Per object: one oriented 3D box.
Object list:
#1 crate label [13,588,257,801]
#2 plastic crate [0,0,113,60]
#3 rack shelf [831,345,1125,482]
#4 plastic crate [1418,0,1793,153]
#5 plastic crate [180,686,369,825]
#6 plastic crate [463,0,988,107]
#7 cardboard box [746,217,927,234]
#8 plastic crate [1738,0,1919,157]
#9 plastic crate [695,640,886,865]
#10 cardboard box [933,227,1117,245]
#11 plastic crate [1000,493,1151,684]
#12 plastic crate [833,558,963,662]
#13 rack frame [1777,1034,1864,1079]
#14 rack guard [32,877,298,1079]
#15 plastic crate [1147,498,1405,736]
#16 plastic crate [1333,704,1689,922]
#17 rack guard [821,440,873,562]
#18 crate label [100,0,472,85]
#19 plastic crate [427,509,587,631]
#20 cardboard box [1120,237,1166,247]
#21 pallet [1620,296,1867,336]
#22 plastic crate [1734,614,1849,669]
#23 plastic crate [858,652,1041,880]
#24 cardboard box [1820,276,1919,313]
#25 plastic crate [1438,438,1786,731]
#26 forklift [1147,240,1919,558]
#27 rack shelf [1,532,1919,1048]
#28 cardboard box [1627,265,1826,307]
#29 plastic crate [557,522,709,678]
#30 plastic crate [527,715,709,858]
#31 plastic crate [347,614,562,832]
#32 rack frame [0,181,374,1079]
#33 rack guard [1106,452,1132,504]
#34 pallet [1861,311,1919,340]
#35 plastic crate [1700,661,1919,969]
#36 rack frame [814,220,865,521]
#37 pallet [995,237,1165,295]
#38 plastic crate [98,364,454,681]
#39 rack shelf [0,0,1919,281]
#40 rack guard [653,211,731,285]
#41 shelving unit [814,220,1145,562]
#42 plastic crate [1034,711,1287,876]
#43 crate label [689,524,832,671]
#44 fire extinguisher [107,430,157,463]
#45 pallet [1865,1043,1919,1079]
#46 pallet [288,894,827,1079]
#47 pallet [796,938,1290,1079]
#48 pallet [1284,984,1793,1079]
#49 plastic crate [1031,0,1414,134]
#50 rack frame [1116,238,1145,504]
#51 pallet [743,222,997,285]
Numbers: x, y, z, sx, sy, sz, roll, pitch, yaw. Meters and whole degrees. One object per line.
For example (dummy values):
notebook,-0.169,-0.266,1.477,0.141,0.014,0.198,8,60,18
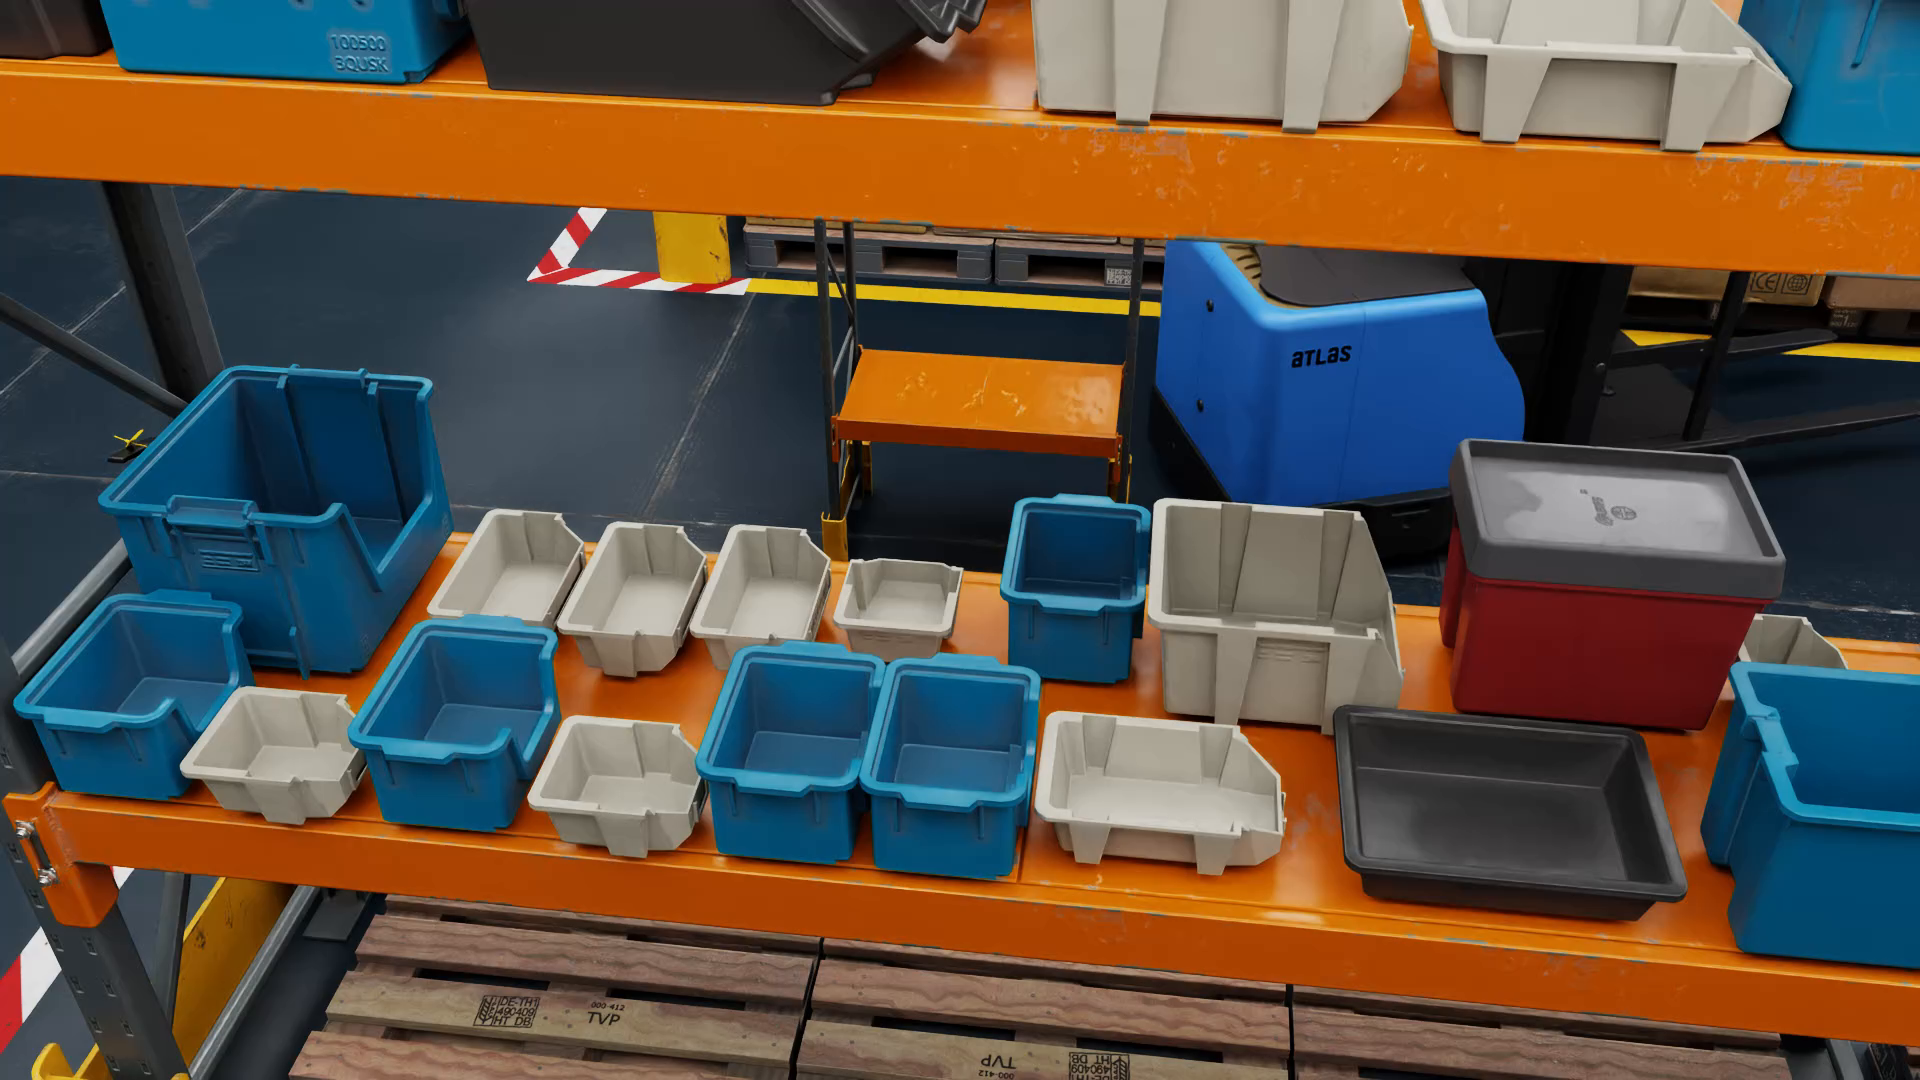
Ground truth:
crate label,-1.617,0.318,3.315,0.303,0.233,0.416,4,36,6
plastic crate,-1.473,-0.912,2.477,0.590,0.269,0.497,4,36,6
rack shelf,0.085,-0.458,5.910,1.000,0.185,0.538,4,36,6
plastic crate,0.838,-0.626,2.190,0.466,0.136,0.293,4,36,6
plastic crate,-1.309,0.429,3.243,0.298,0.136,0.250,4,36,6
plastic crate,-0.339,-0.858,2.341,0.767,0.338,0.504,4,36,6
cardboard box,-0.544,-2.092,8.067,0.875,0.875,0.875,4,36,6
plastic crate,1.204,-0.674,2.174,0.300,0.233,0.416,4,36,6
plastic crate,-0.311,0.415,3.178,0.300,0.233,0.416,4,36,6
cardboard box,0.359,-2.025,7.973,0.875,0.875,0.875,4,36,6
plastic crate,0.250,0.114,3.600,0.300,0.233,0.416,4,36,6
plastic crate,-0.127,0.153,3.629,0.250,0.136,0.298,4,36,6
rack frame,2.148,0.362,3.160,0.127,3.000,1.000,4,36,6
rack guard,-1.845,1.089,4.293,0.348,0.500,1.175,4,36,6
plastic crate,0.657,0.167,3.484,0.530,0.282,0.437,4,36,6
plastic crate,1.003,0.522,3.122,0.590,0.125,0.437,4,36,6
rack guard,-0.418,-0.133,6.221,0.087,0.250,0.587,4,36,6
crate label,-0.946,-0.840,2.390,0.502,0.251,0.408,4,36,6
plastic crate,-0.988,0.105,3.696,0.243,0.136,0.396,4,36,6
cardboard box,1.242,-1.959,7.881,0.875,0.875,0.875,4,36,6
pallet,3.554,-1.343,7.950,1.213,0.211,1.003,4,36,6
plastic crate,1.704,0.328,3.383,0.243,0.136,0.396,4,36,6
plastic crate,-0.013,0.438,3.147,0.300,0.233,0.416,4,36,6
cardboard box,4.302,-1.696,7.512,0.875,0.875,1.225,3,36,4
plastic crate,1.294,0.101,3.419,0.583,0.464,0.402,4,36,6
forklift,2.332,-1.516,5.851,3.031,2.935,1.130,-8,36,-11
rack shelf,0.164,0.507,3.577,4.000,0.370,1.077,4,36,6
cardboard box,3.416,-1.762,7.604,0.875,0.875,1.225,4,36,6
plastic crate,-0.702,0.135,3.654,0.243,0.136,0.396,4,36,6
plastic crate,-0.636,0.479,3.172,0.298,0.136,0.250,4,36,6
plastic crate,-0.964,0.367,3.247,0.300,0.233,0.416,4,36,6
rack frame,-1.820,0.066,3.575,0.127,3.000,1.000,4,36,6
rack guard,0.570,-0.059,6.118,0.087,0.250,0.587,4,36,6
pallet,4.767,-1.254,7.825,1.213,0.211,1.003,4,36,6
plastic crate,1.641,0.506,2.921,0.575,0.384,0.392,4,36,6
rack frame,-0.420,-0.642,5.858,0.032,1.500,0.500,4,36,6
pallet,0.821,-1.547,8.236,1.213,0.211,1.003,4,36,6
plastic crate,-1.464,-0.055,3.663,0.499,0.435,0.616,4,36,6
rack shelf,0.164,-0.714,2.705,4.000,0.370,1.077,4,36,6
rack guard,-1.212,-1.772,8.302,0.348,0.500,1.175,4,36,6
shelving unit,0.076,-0.605,5.806,1.083,1.500,0.587,4,36,6
plastic crate,0.382,0.490,3.157,0.466,0.136,0.293,4,36,6
crate label,-0.423,0.142,3.645,0.243,0.136,0.396,4,36,6
fire extinguisher,-1.911,-0.023,4.088,0.183,0.674,0.296,4,36,6
pallet,2.908,1.578,3.857,1.213,0.211,1.003,4,36,6
pallet,-1.006,1.285,4.268,1.213,0.211,1.003,4,36,6
pallet,0.200,1.376,4.140,1.213,0.211,1.003,4,36,6
pallet,1.414,1.465,4.015,1.213,0.211,1.003,4,36,6
plastic crate,0.339,-0.765,2.259,0.530,0.282,0.437,4,36,6
rack frame,0.589,-0.567,5.753,0.032,1.500,0.500,4,36,6
pallet,-0.386,-1.638,8.364,1.213,0.211,1.003,4,36,6
